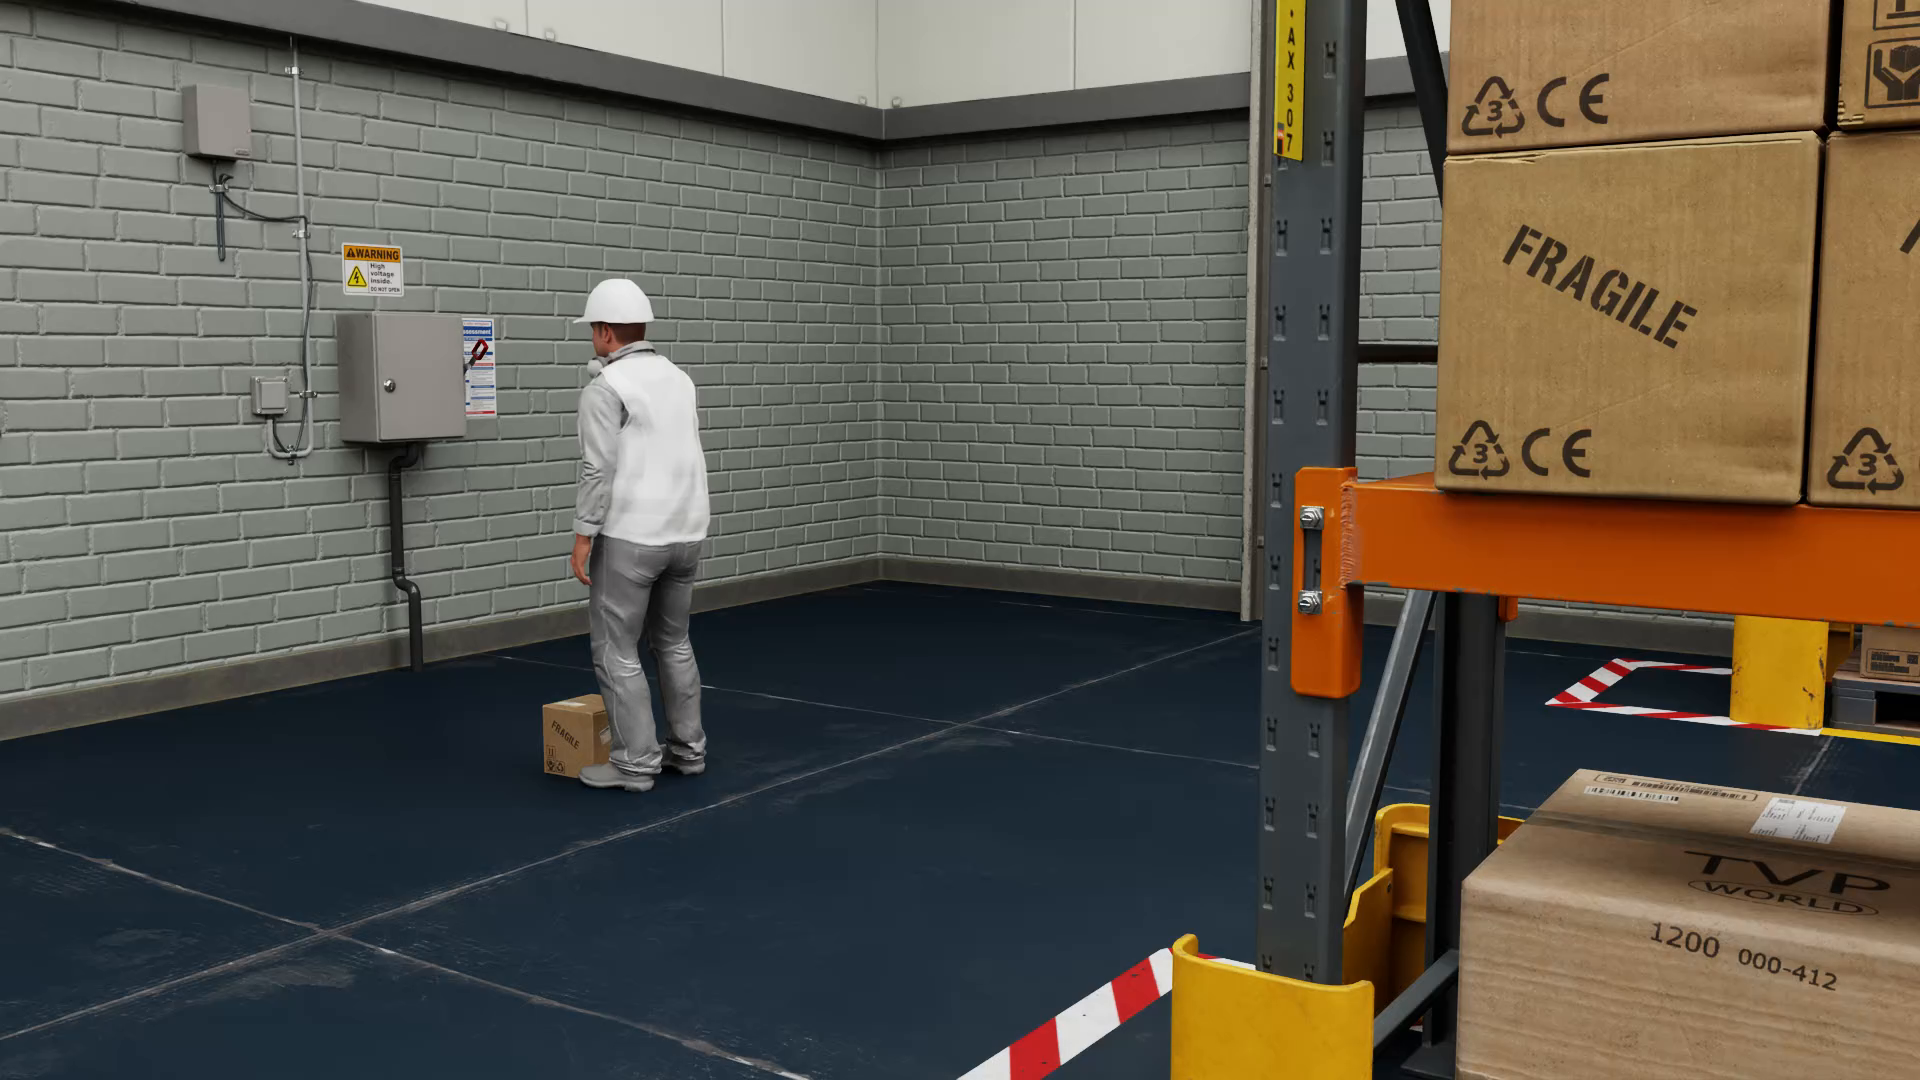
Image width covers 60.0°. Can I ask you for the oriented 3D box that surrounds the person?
[{"bbox_3d":[-1.128,-0.022,5.848,0.461,1.772,0.589,4,7,32],"label":"person"}]
